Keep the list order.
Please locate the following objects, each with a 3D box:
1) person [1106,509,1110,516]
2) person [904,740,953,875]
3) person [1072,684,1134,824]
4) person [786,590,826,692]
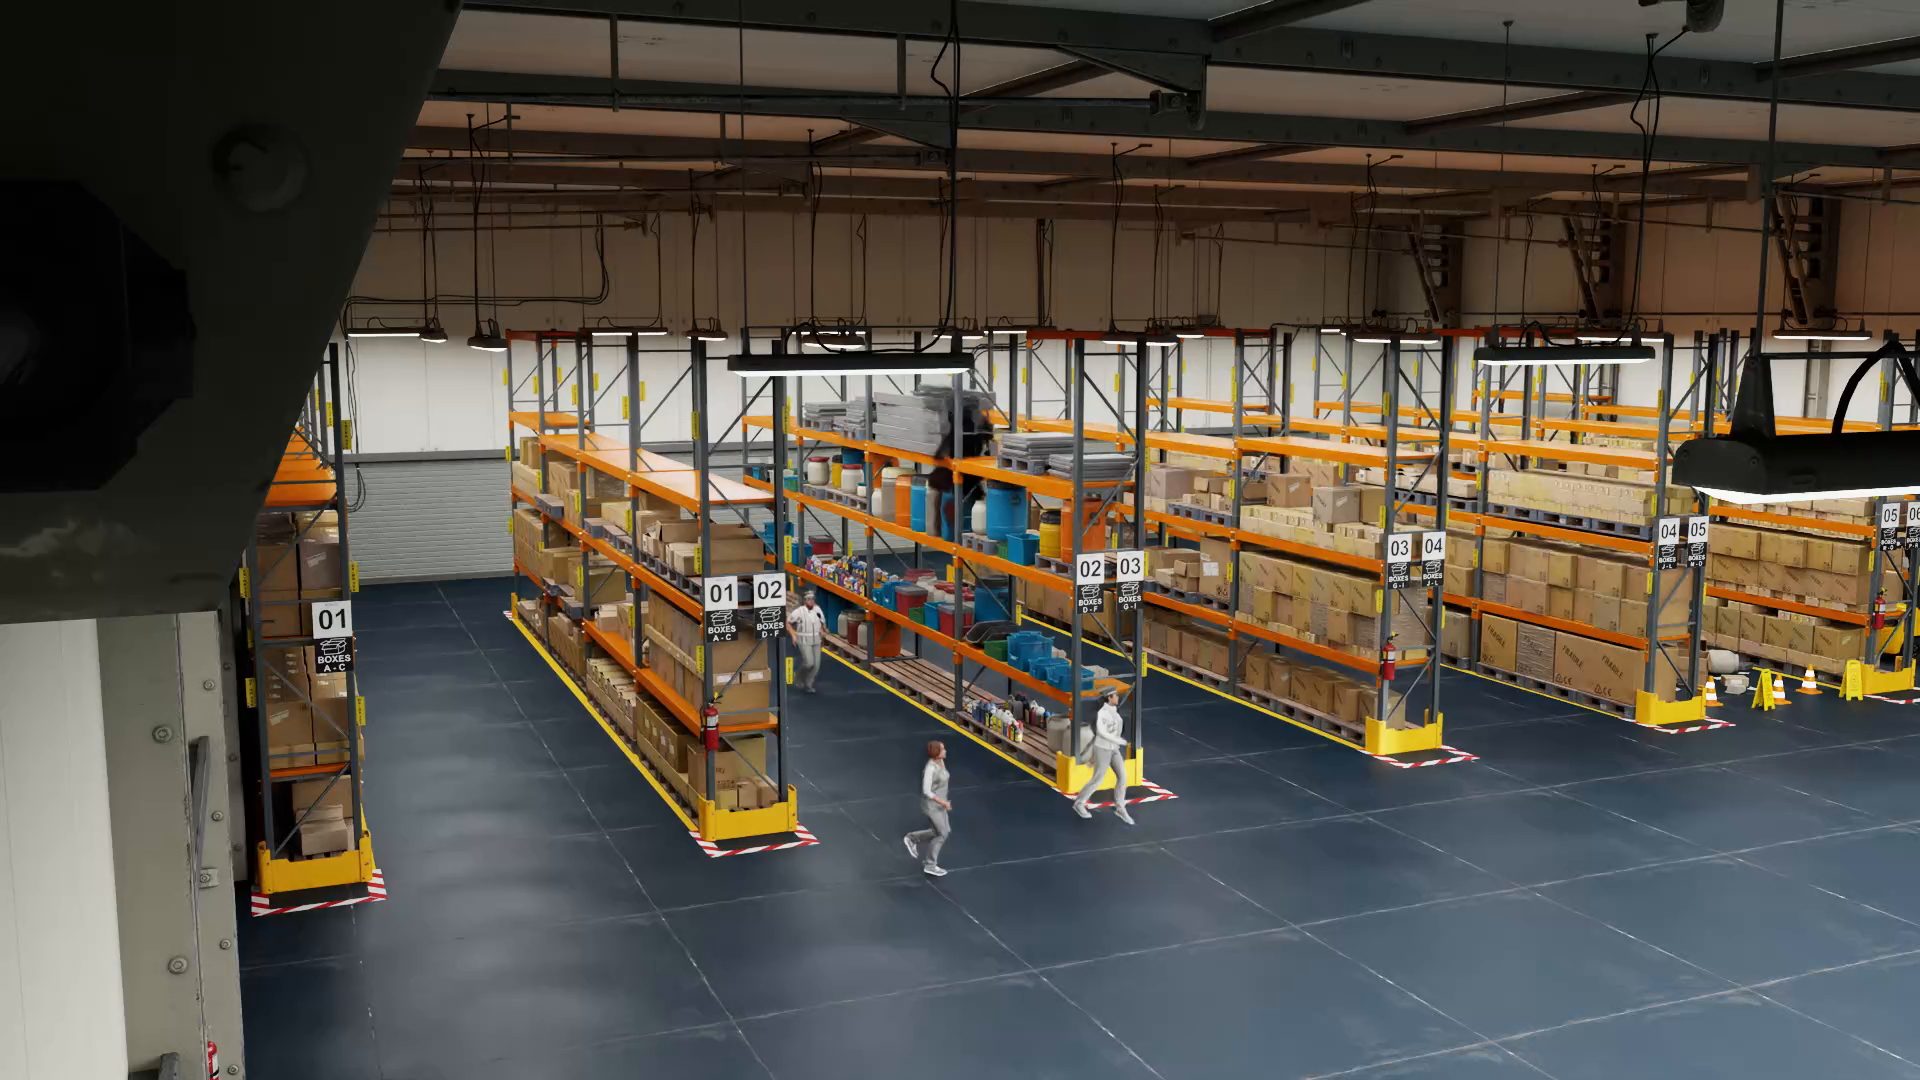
[{"bbox_3d":[3.424,0.001,40.360,0.719,1.694,0.523,3,8,20],"label":"person"},{"bbox_3d":[-0.349,3.022,18.834,0.612,1.565,0.550,2,8,13],"label":"person"},{"bbox_3d":[1.861,2.664,20.929,0.775,1.712,0.671,3,8,22],"label":"person"},{"bbox_3d":[-2.494,1.700,27.748,0.655,1.736,0.593,-5,9,-31],"label":"person"}]
